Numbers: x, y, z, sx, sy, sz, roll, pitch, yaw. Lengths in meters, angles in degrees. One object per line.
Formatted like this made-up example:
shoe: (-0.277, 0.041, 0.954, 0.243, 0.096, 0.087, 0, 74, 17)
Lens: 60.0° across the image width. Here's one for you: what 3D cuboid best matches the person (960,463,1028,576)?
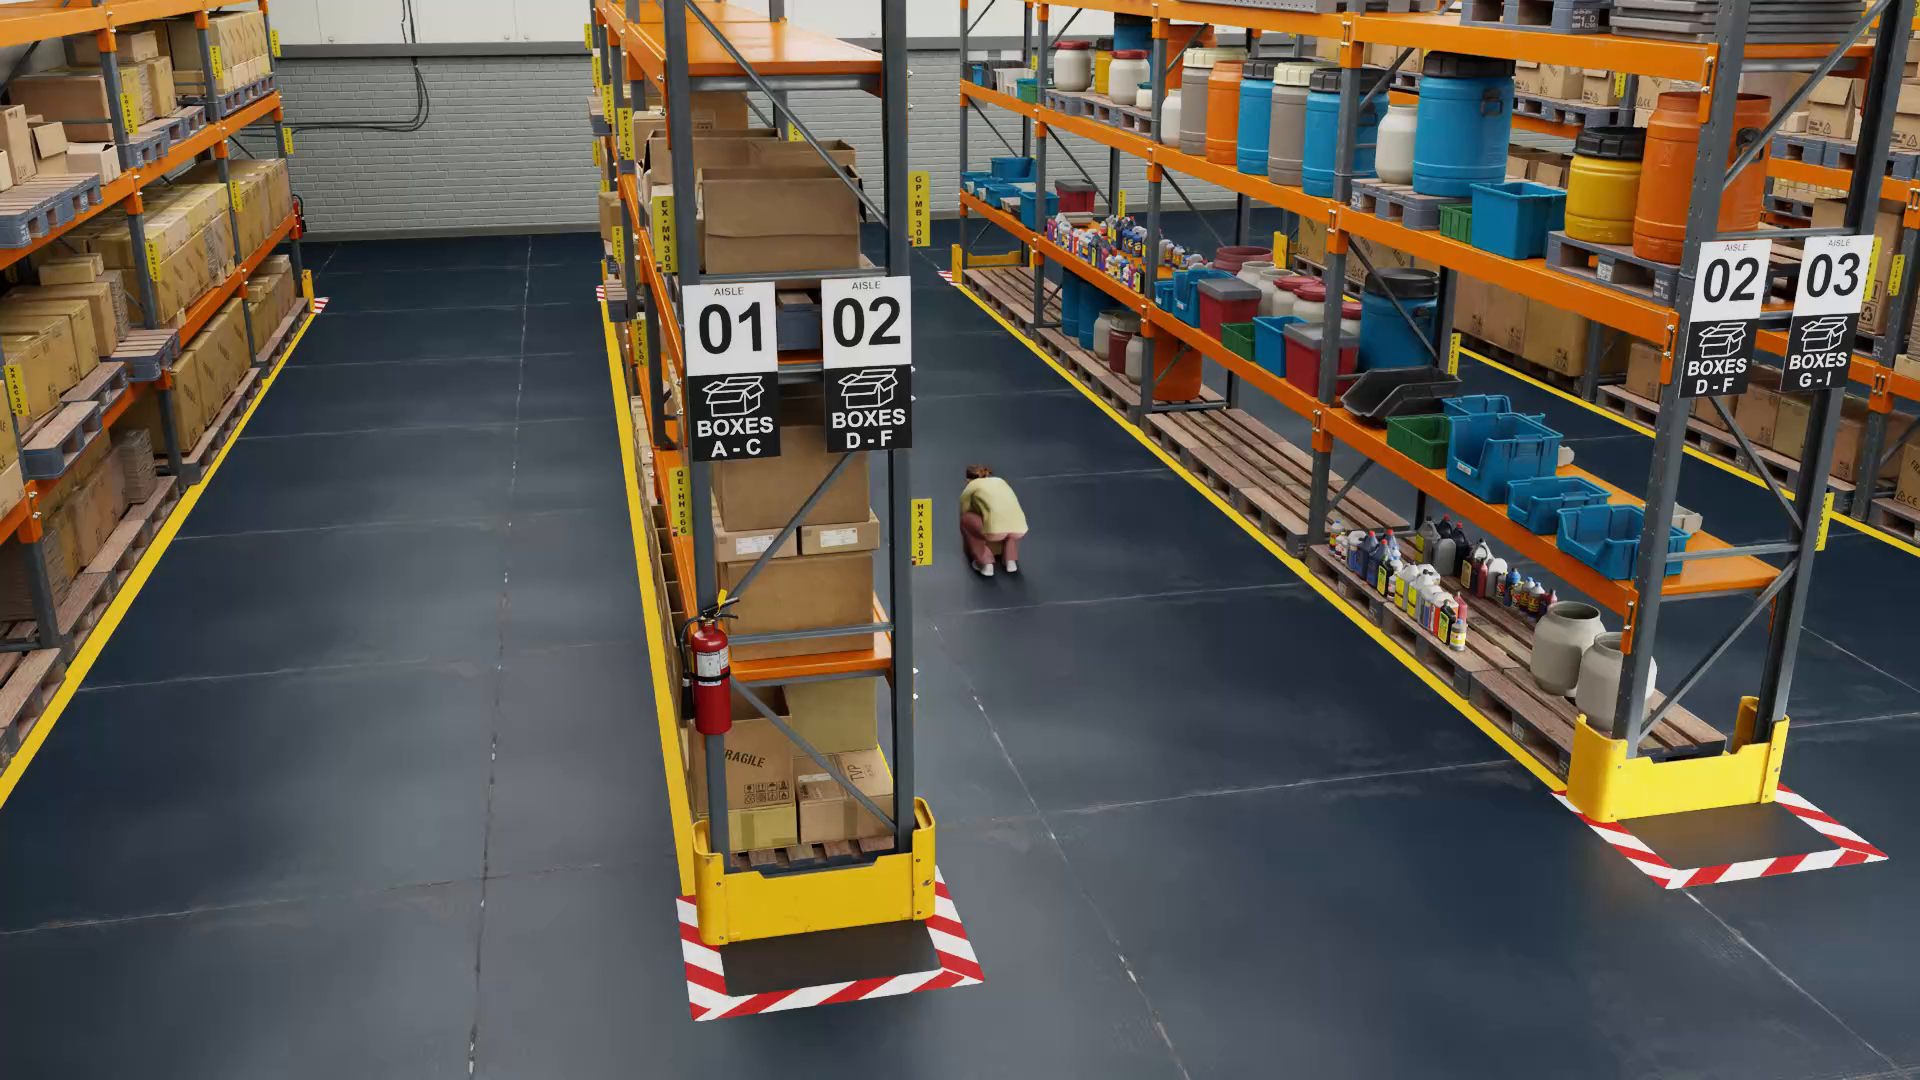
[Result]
person: (0.245, -0.137, 12.942, 0.465, 0.818, 0.835, -5, 20, -13)
